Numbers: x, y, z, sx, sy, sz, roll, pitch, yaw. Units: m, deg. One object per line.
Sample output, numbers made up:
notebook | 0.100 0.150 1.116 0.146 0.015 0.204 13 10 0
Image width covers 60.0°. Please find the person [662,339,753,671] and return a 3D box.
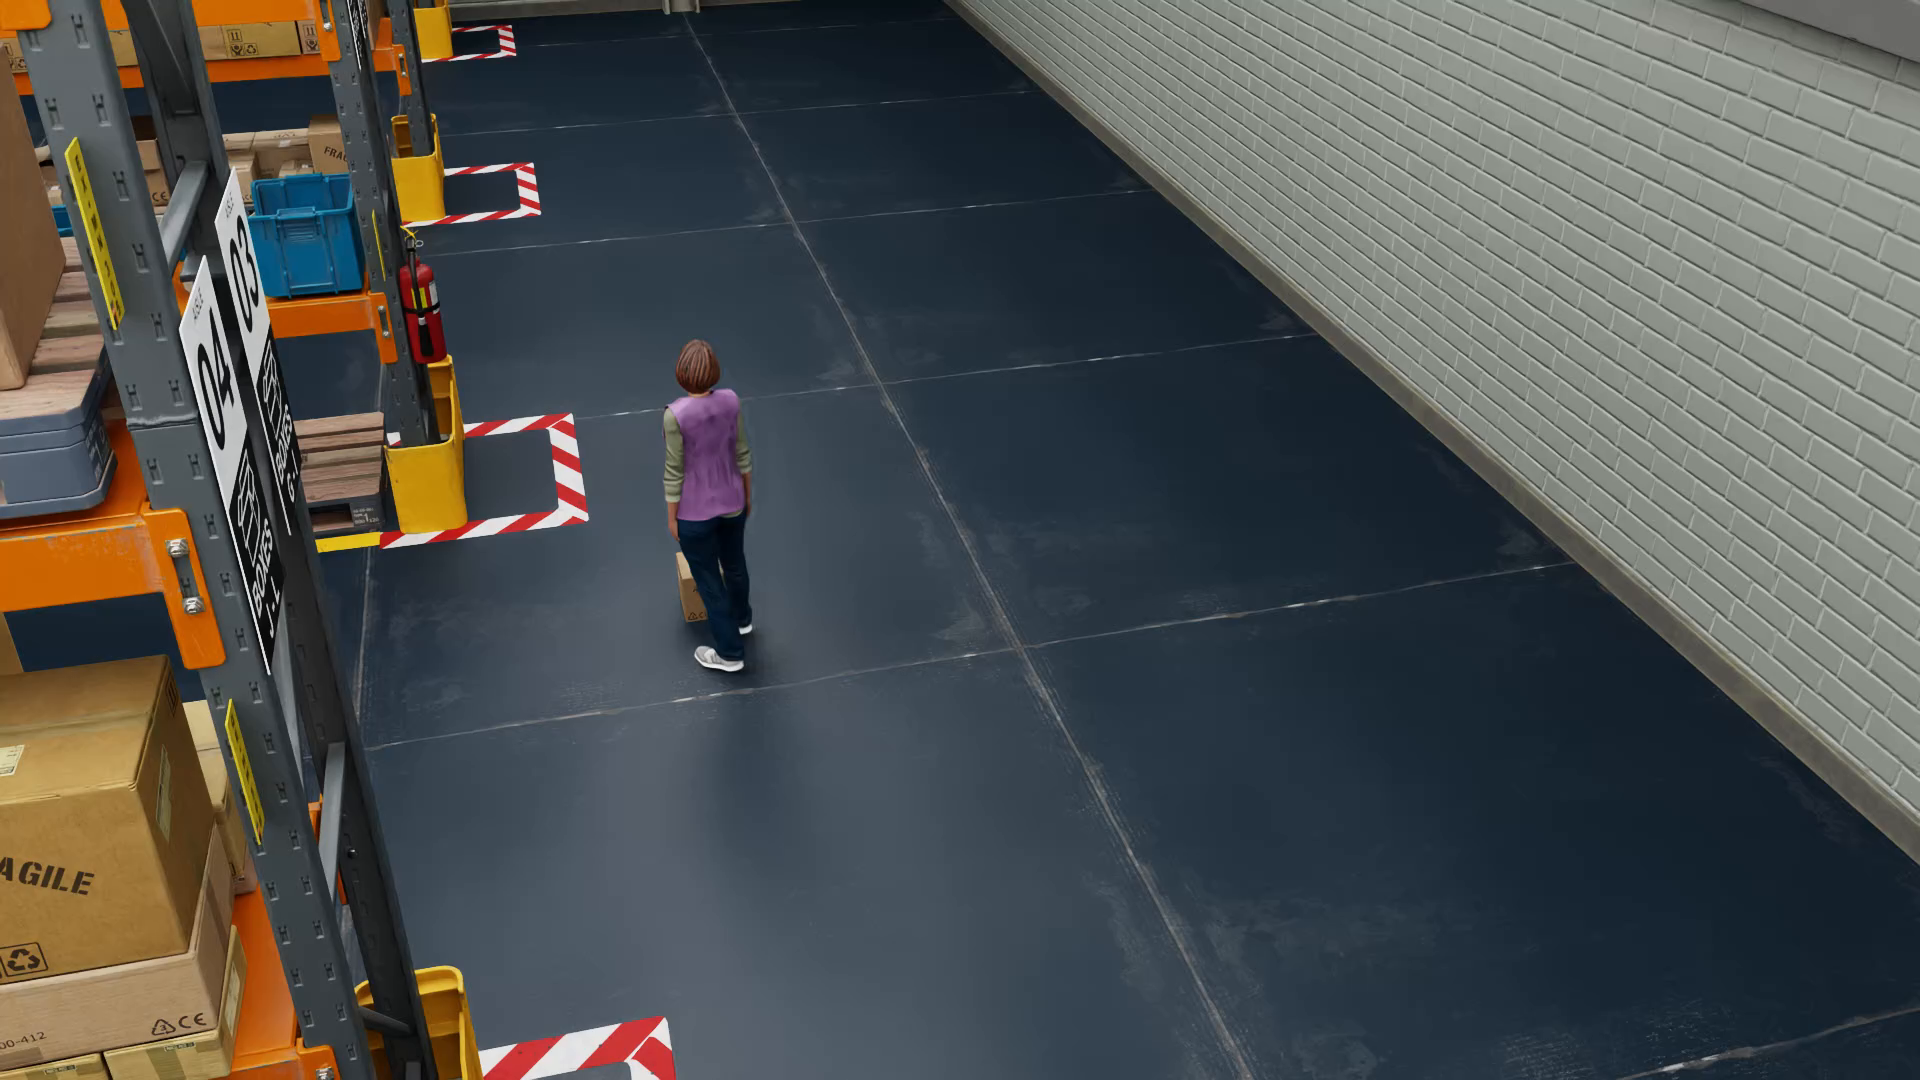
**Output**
person | -1.144 -0.160 7.408 0.437 1.583 0.522 -21 37 -31
